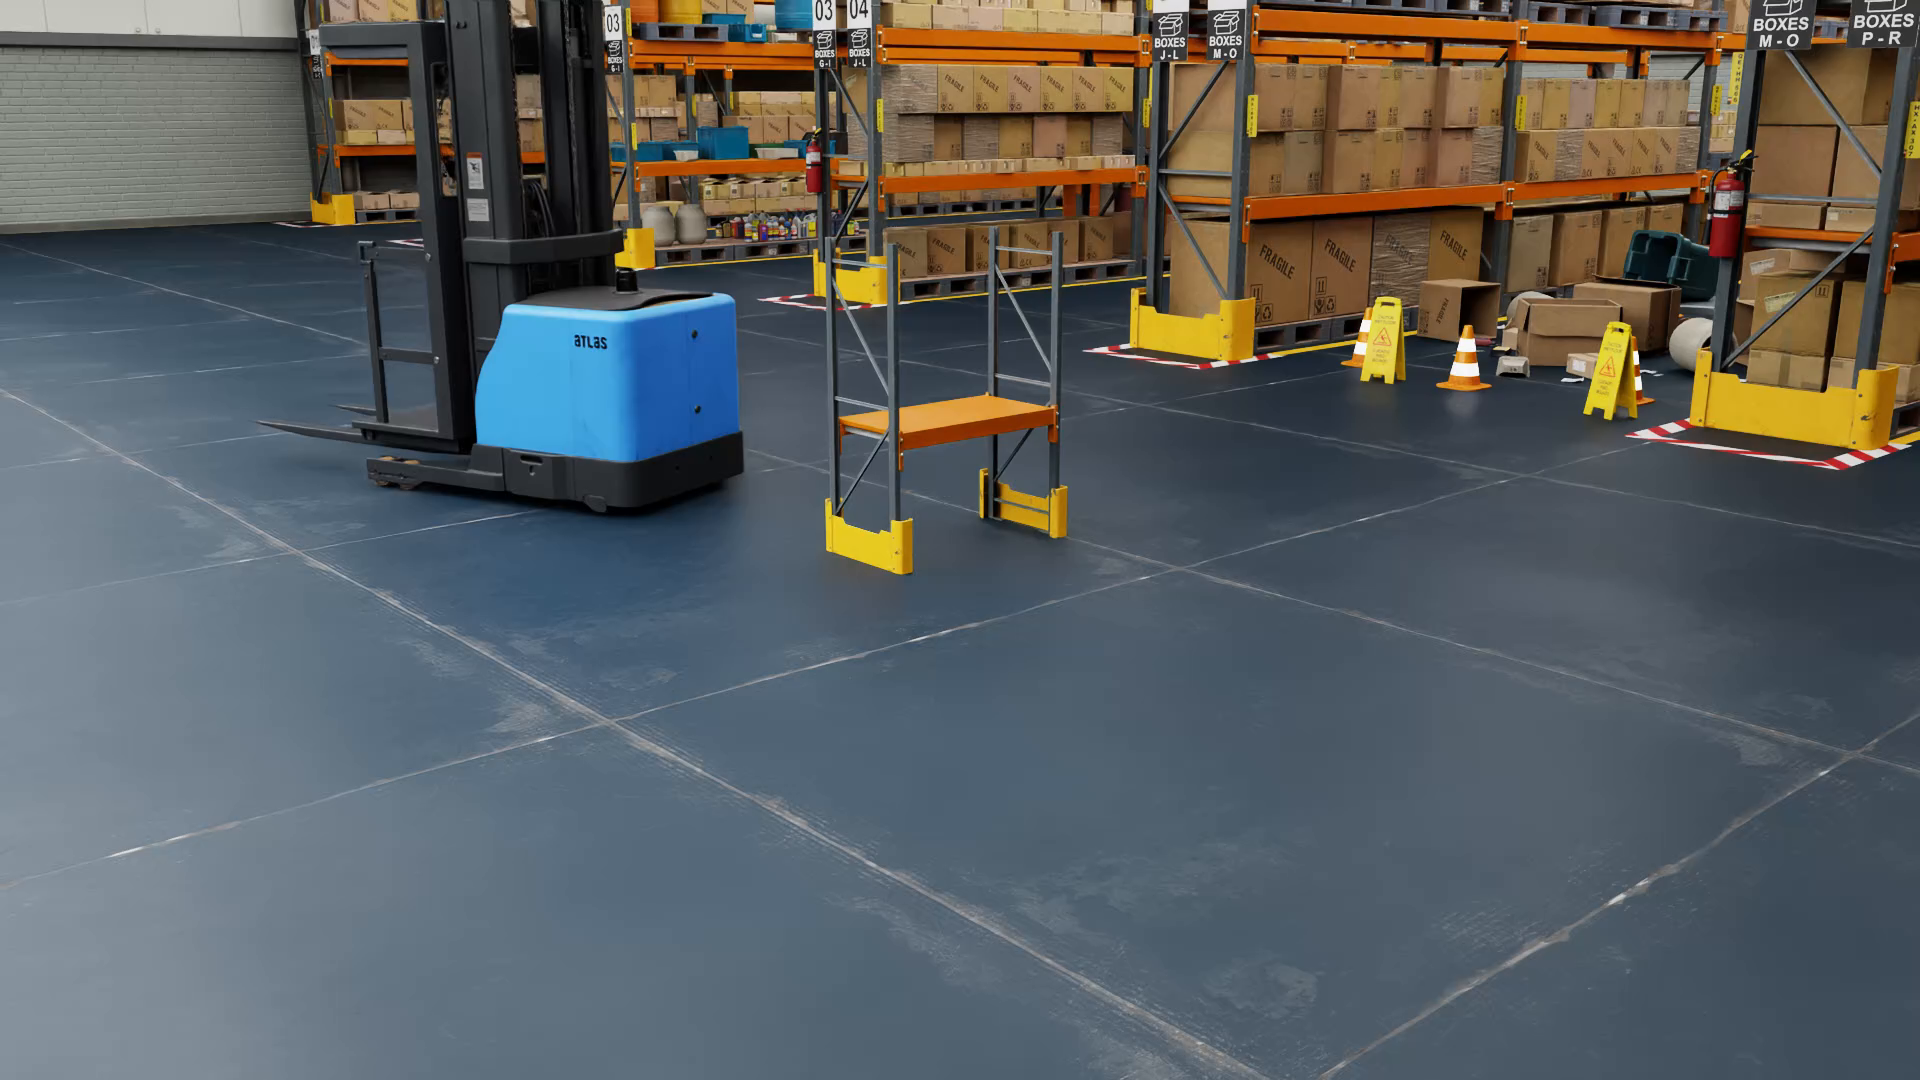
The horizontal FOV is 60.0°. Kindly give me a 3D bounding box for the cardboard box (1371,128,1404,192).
[{"bbox_3d":[3.527,-3.484,15.192,0.500,0.550,0.875,-13,19,-39],"label":"cardboard box"}]

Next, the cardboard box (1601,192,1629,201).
[{"bbox_3d":[10.459,-5.820,27.530,0.875,0.875,0.875,-13,19,-39],"label":"cardboard box"}]

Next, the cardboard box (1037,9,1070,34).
[{"bbox_3d":[0.882,-5.810,18.666,0.500,0.250,0.500,-13,20,-40],"label":"cardboard box"}]

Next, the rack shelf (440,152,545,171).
[{"bbox_3d":[-6.172,-5.978,26.211,4.000,0.370,1.077,-13,19,-39],"label":"rack shelf"}]

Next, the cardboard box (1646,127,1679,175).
[{"bbox_3d":[7.493,-4.265,18.212,0.500,0.500,0.500,-13,19,-39],"label":"cardboard box"}]

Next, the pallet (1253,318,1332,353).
[{"bbox_3d":[2.551,-1.878,14.872,1.213,0.211,1.003,-13,19,-39],"label":"pallet"}]

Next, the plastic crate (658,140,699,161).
[{"bbox_3d":[-3.757,-5.202,22.199,0.408,0.251,0.499,-13,19,-39],"label":"plastic crate"}]

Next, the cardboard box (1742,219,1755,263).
[{"bbox_3d":[9.112,-3.581,19.874,0.500,0.500,0.500,-12,19,-39],"label":"cardboard box"}]

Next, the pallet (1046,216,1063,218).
[{"bbox_3d":[2.170,-5.171,27.201,1.213,0.211,1.003,-13,19,-39],"label":"pallet"}]

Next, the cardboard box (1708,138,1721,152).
[{"bbox_3d":[8.504,-4.548,19.137,0.250,0.149,0.380,-13,20,-40],"label":"cardboard box"}]

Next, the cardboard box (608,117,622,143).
[{"bbox_3d":[-5.769,-6.461,26.433,0.500,0.500,0.700,-12,19,-39],"label":"cardboard box"}]

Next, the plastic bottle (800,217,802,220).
[{"bbox_3d":[-2.186,-4.363,23.181,0.133,0.283,0.061,-13,19,-39],"label":"plastic bottle"}]

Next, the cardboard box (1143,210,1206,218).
[{"bbox_3d":[2.686,-3.917,21.092,0.500,0.500,0.700,-13,20,-40],"label":"cardboard box"}]

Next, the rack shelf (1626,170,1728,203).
[{"bbox_3d":[9.543,-4.421,20.383,4.000,0.370,1.077,-13,19,-39],"label":"rack shelf"}]

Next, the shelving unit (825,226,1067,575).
[{"bbox_3d":[-0.058,-0.712,8.008,1.083,1.500,0.587,-13,19,-39],"label":"shelving unit"}]

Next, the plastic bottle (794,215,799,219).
[{"bbox_3d":[-2.326,-4.490,23.680,0.097,0.271,0.097,0,15,0],"label":"plastic bottle"}]

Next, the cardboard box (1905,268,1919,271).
[{"bbox_3d":[6.907,-1.625,11.581,0.500,0.500,0.500,-12,19,-38],"label":"cardboard box"}]

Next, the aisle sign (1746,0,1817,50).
[{"bbox_3d":[5.087,-3.430,10.241,0.004,0.787,0.394,-13,19,-39],"label":"aisle sign"}]

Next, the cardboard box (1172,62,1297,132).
[{"bbox_3d":[2.304,-3.724,13.996,0.550,0.550,0.875,-13,19,-39],"label":"cardboard box"}]

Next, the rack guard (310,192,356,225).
[{"bbox_3d":[-10.878,-5.755,28.828,0.348,0.500,1.175,-13,19,-39],"label":"rack guard"}]

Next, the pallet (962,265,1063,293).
[{"bbox_3d":[0.432,-3.059,19.294,1.213,0.211,1.003,-13,19,-39],"label":"pallet"}]

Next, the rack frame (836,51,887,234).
[{"bbox_3d":[-1.415,-5.699,23.774,0.127,3.000,1.000,-13,19,-39],"label":"rack frame"}]

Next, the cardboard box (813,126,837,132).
[{"bbox_3d":[-2.448,-7.185,29.509,0.500,0.311,0.500,-13,20,-40],"label":"cardboard box"}]

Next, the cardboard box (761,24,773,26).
[{"bbox_3d":[-4.207,-10.209,33.798,0.500,0.500,0.700,-14,20,-42],"label":"cardboard box"}]

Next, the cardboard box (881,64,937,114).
[{"bbox_3d":[-0.587,-4.773,17.597,0.500,0.500,0.500,-13,19,-39],"label":"cardboard box"}]

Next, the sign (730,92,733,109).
[{"bbox_3d":[-4.537,-8.723,33.002,0.005,0.325,0.100,-13,19,-39],"label":"sign"}]

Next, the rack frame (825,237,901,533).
[{"bbox_3d":[-0.448,-0.624,7.680,0.032,1.500,0.500,-13,19,-39],"label":"rack frame"}]

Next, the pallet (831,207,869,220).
[{"bbox_3d":[-2.292,-5.863,29.789,1.213,0.211,1.003,-13,19,-39],"label":"pallet"}]

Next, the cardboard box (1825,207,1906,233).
[{"bbox_3d":[5.717,-2.024,10.501,0.250,0.149,0.380,-13,19,-39],"label":"cardboard box"}]

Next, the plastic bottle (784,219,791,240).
[{"bbox_3d":[-2.373,-4.272,22.864,0.097,0.271,0.097,0,15,0],"label":"plastic bottle"}]

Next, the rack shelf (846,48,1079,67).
[{"bbox_3d":[0.094,-7.140,24.748,4.000,0.370,1.077,-13,19,-39],"label":"rack shelf"}]

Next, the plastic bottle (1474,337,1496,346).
[{"bbox_3d":[4.592,-1.751,14.685,0.283,0.061,0.133,8,17,28],"label":"plastic bottle"}]

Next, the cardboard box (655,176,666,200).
[{"bbox_3d":[-5.219,-5.883,27.524,0.500,0.500,0.500,-13,19,-39],"label":"cardboard box"}]

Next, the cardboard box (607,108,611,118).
[{"bbox_3d":[-5.687,-6.723,26.157,0.250,0.149,0.380,-12,19,-38],"label":"cardboard box"}]

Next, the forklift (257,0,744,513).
[{"bbox_3d":[-2.767,-1.807,9.337,3.031,2.935,1.130,8,17,27],"label":"forklift"}]

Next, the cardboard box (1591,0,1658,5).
[{"bbox_3d":[6.906,-5.830,17.248,0.500,0.500,0.500,-13,19,-39],"label":"cardboard box"}]

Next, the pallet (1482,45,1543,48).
[{"bbox_3d":[8.496,-7.633,25.373,1.213,0.211,1.003,-13,19,-39],"label":"pallet"}]

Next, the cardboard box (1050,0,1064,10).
[{"bbox_3d":[0.953,-6.025,18.699,0.250,0.149,0.380,-12,19,-37],"label":"cardboard box"}]

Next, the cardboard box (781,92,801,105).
[{"bbox_3d":[-3.609,-9.073,34.142,0.500,0.250,0.500,-12,19,-39],"label":"cardboard box"}]

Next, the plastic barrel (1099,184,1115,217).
[{"bbox_3d":[2.328,-5.577,27.323,0.421,0.512,0.421,0,15,0],"label":"plastic barrel"}]

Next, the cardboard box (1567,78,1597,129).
[{"bbox_3d":[6.155,-4.542,17.310,0.500,0.500,0.700,-12,19,-39],"label":"cardboard box"}]

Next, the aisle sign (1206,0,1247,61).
[{"bbox_3d":[2.142,-4.260,13.349,0.004,0.787,0.394,-13,19,-39],"label":"aisle sign"}]

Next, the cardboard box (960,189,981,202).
[{"bbox_3d":[0.048,-6.631,31.255,0.500,0.500,0.500,-14,20,-41],"label":"cardboard box"}]

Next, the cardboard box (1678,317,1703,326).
[{"bbox_3d":[6.319,-1.765,14.342,0.258,0.266,0.396,2,15,9],"label":"cardboard box"}]

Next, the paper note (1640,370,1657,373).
[{"bbox_3d":[5.470,-1.350,13.269,0.142,0.019,0.148,-6,16,-20],"label":"paper note"}]

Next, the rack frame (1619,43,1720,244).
[{"bbox_3d":[8.034,-4.430,19.022,0.127,3.000,1.000,-13,19,-39],"label":"rack frame"}]

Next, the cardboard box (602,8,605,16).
[{"bbox_3d":[-5.989,-8.179,25.961,0.637,0.503,0.797,-10,18,-33],"label":"cardboard box"}]

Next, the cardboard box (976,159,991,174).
[{"bbox_3d":[0.129,-4.151,18.464,0.250,0.149,0.380,-13,19,-39],"label":"cardboard box"}]

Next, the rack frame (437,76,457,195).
[{"bbox_3d":[-7.681,-5.987,24.850,0.127,3.000,1.000,-13,19,-39],"label":"rack frame"}]

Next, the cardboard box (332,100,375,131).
[{"bbox_3d":[-10.378,-7.272,28.461,0.500,0.500,0.500,-13,19,-39],"label":"cardboard box"}]

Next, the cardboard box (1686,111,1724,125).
[{"bbox_3d":[8.513,-4.840,19.078,0.250,0.149,0.380,-13,19,-39],"label":"cardboard box"}]

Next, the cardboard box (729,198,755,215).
[{"bbox_3d":[-3.810,-5.645,28.085,0.500,0.250,0.500,-12,19,-38],"label":"cardboard box"}]

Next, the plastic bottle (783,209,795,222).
[{"bbox_3d":[-2.438,-4.544,23.730,0.185,0.351,0.144,-14,20,-42],"label":"plastic bottle"}]

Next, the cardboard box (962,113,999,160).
[{"bbox_3d":[-0.044,-4.522,18.595,0.500,0.500,0.875,-13,19,-39],"label":"cardboard box"}]

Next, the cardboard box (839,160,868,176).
[{"bbox_3d":[-1.101,-4.024,17.991,0.250,0.149,0.380,-13,19,-39],"label":"cardboard box"}]

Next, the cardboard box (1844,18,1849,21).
[{"bbox_3d":[11.572,-6.761,21.257,0.500,0.250,0.500,-12,19,-38],"label":"cardboard box"}]

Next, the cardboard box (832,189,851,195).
[{"bbox_3d":[-2.267,-6.261,29.305,0.500,0.311,0.500,-13,20,-40],"label":"cardboard box"}]
